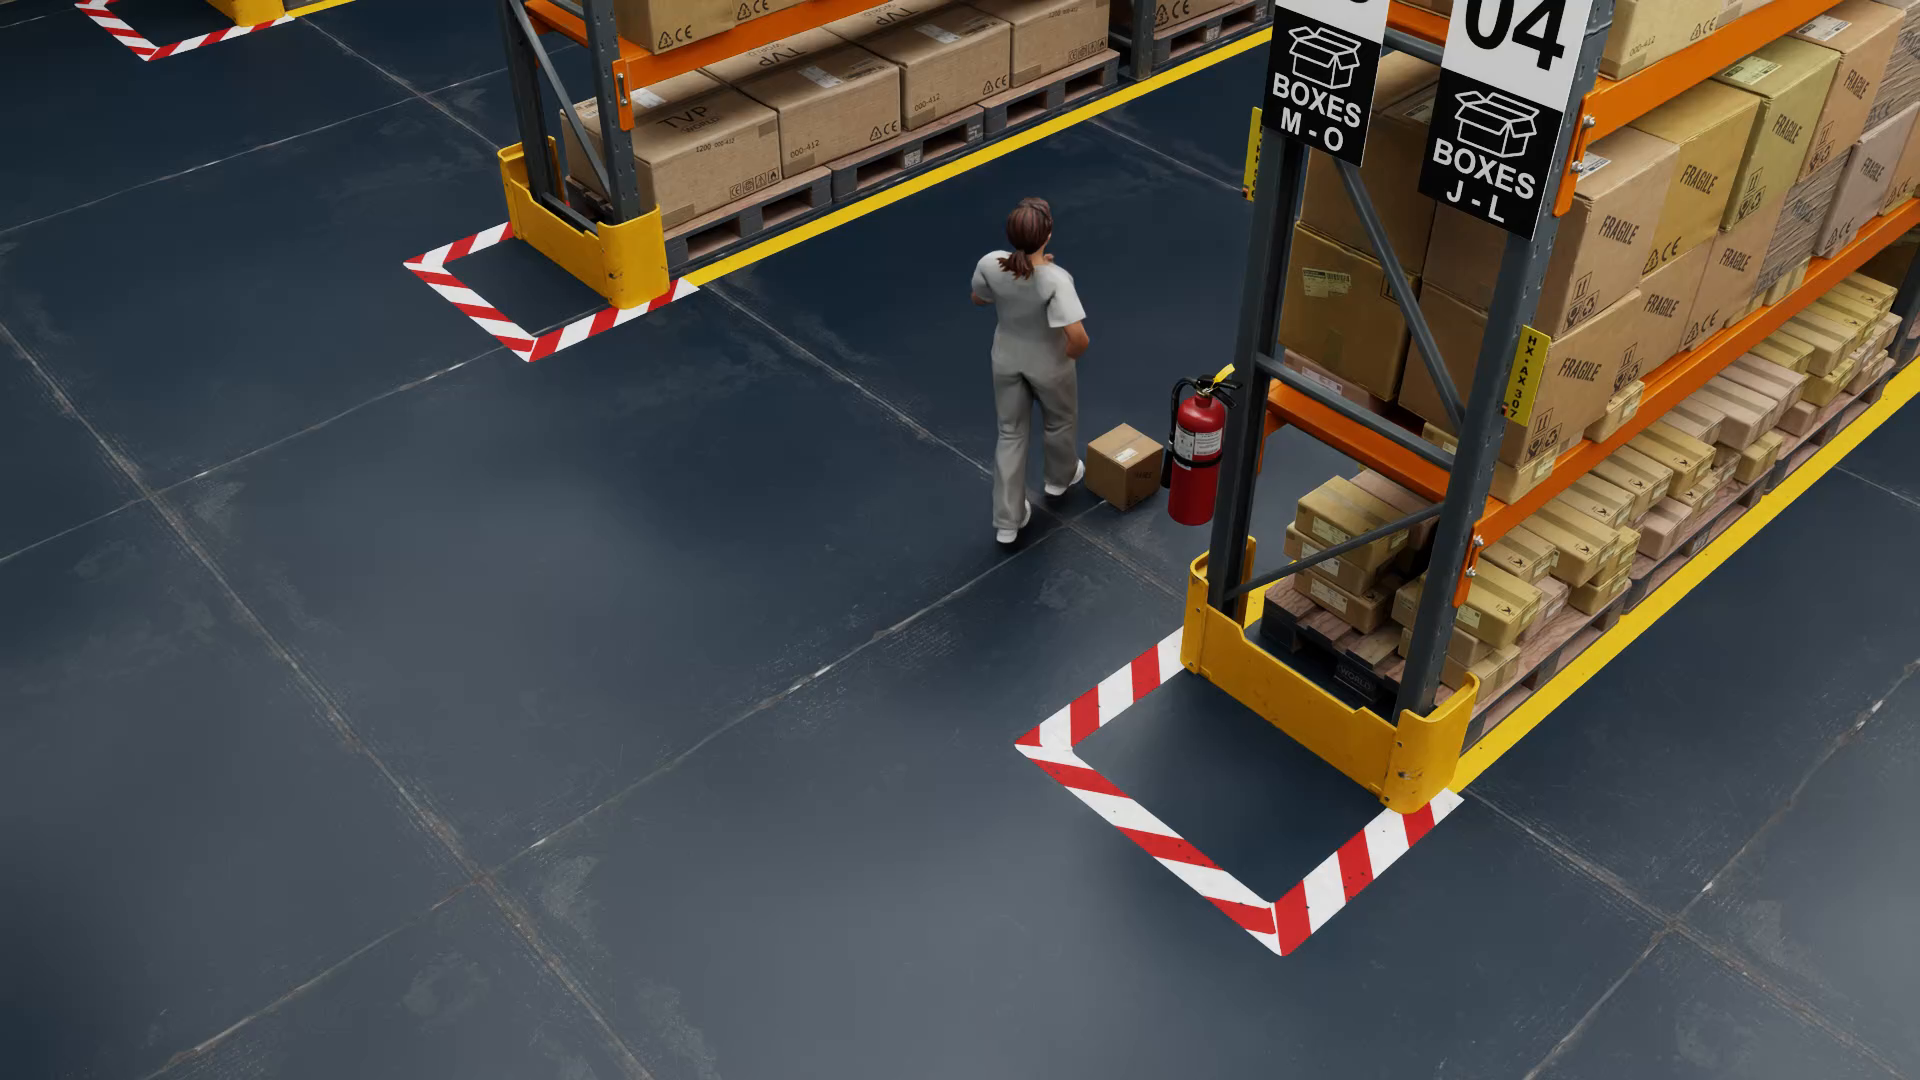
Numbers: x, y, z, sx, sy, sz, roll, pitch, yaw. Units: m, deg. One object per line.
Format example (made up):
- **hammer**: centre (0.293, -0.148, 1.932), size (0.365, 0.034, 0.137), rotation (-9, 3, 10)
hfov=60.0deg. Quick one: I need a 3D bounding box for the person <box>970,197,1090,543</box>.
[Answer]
- **person**: centre (0.357, -0.793, 7.074), size (0.595, 1.655, 0.718), rotation (15, 42, 17)
